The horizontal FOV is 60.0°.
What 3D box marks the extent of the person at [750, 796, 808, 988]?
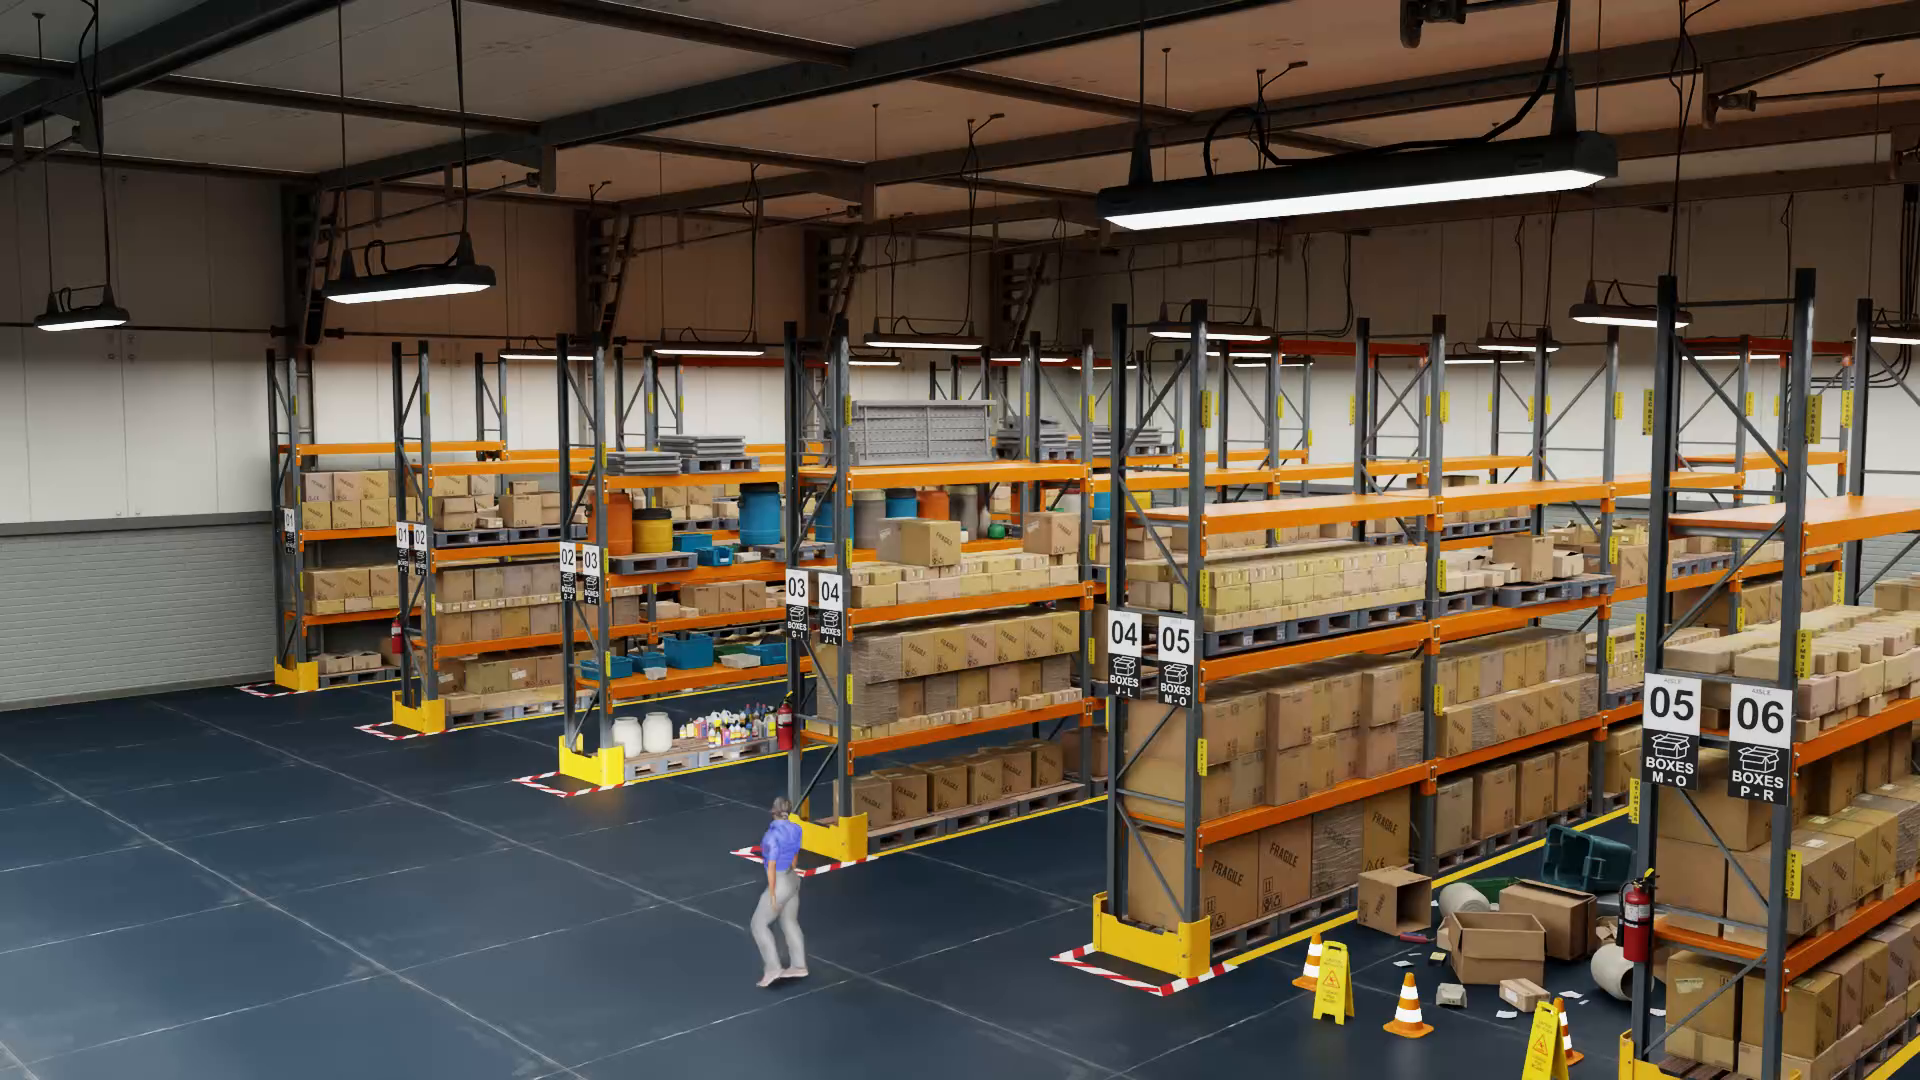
[{"bbox_3d":[-1.589,3.138,14.642,0.479,1.610,0.518,0,5,4],"label":"person"}]
